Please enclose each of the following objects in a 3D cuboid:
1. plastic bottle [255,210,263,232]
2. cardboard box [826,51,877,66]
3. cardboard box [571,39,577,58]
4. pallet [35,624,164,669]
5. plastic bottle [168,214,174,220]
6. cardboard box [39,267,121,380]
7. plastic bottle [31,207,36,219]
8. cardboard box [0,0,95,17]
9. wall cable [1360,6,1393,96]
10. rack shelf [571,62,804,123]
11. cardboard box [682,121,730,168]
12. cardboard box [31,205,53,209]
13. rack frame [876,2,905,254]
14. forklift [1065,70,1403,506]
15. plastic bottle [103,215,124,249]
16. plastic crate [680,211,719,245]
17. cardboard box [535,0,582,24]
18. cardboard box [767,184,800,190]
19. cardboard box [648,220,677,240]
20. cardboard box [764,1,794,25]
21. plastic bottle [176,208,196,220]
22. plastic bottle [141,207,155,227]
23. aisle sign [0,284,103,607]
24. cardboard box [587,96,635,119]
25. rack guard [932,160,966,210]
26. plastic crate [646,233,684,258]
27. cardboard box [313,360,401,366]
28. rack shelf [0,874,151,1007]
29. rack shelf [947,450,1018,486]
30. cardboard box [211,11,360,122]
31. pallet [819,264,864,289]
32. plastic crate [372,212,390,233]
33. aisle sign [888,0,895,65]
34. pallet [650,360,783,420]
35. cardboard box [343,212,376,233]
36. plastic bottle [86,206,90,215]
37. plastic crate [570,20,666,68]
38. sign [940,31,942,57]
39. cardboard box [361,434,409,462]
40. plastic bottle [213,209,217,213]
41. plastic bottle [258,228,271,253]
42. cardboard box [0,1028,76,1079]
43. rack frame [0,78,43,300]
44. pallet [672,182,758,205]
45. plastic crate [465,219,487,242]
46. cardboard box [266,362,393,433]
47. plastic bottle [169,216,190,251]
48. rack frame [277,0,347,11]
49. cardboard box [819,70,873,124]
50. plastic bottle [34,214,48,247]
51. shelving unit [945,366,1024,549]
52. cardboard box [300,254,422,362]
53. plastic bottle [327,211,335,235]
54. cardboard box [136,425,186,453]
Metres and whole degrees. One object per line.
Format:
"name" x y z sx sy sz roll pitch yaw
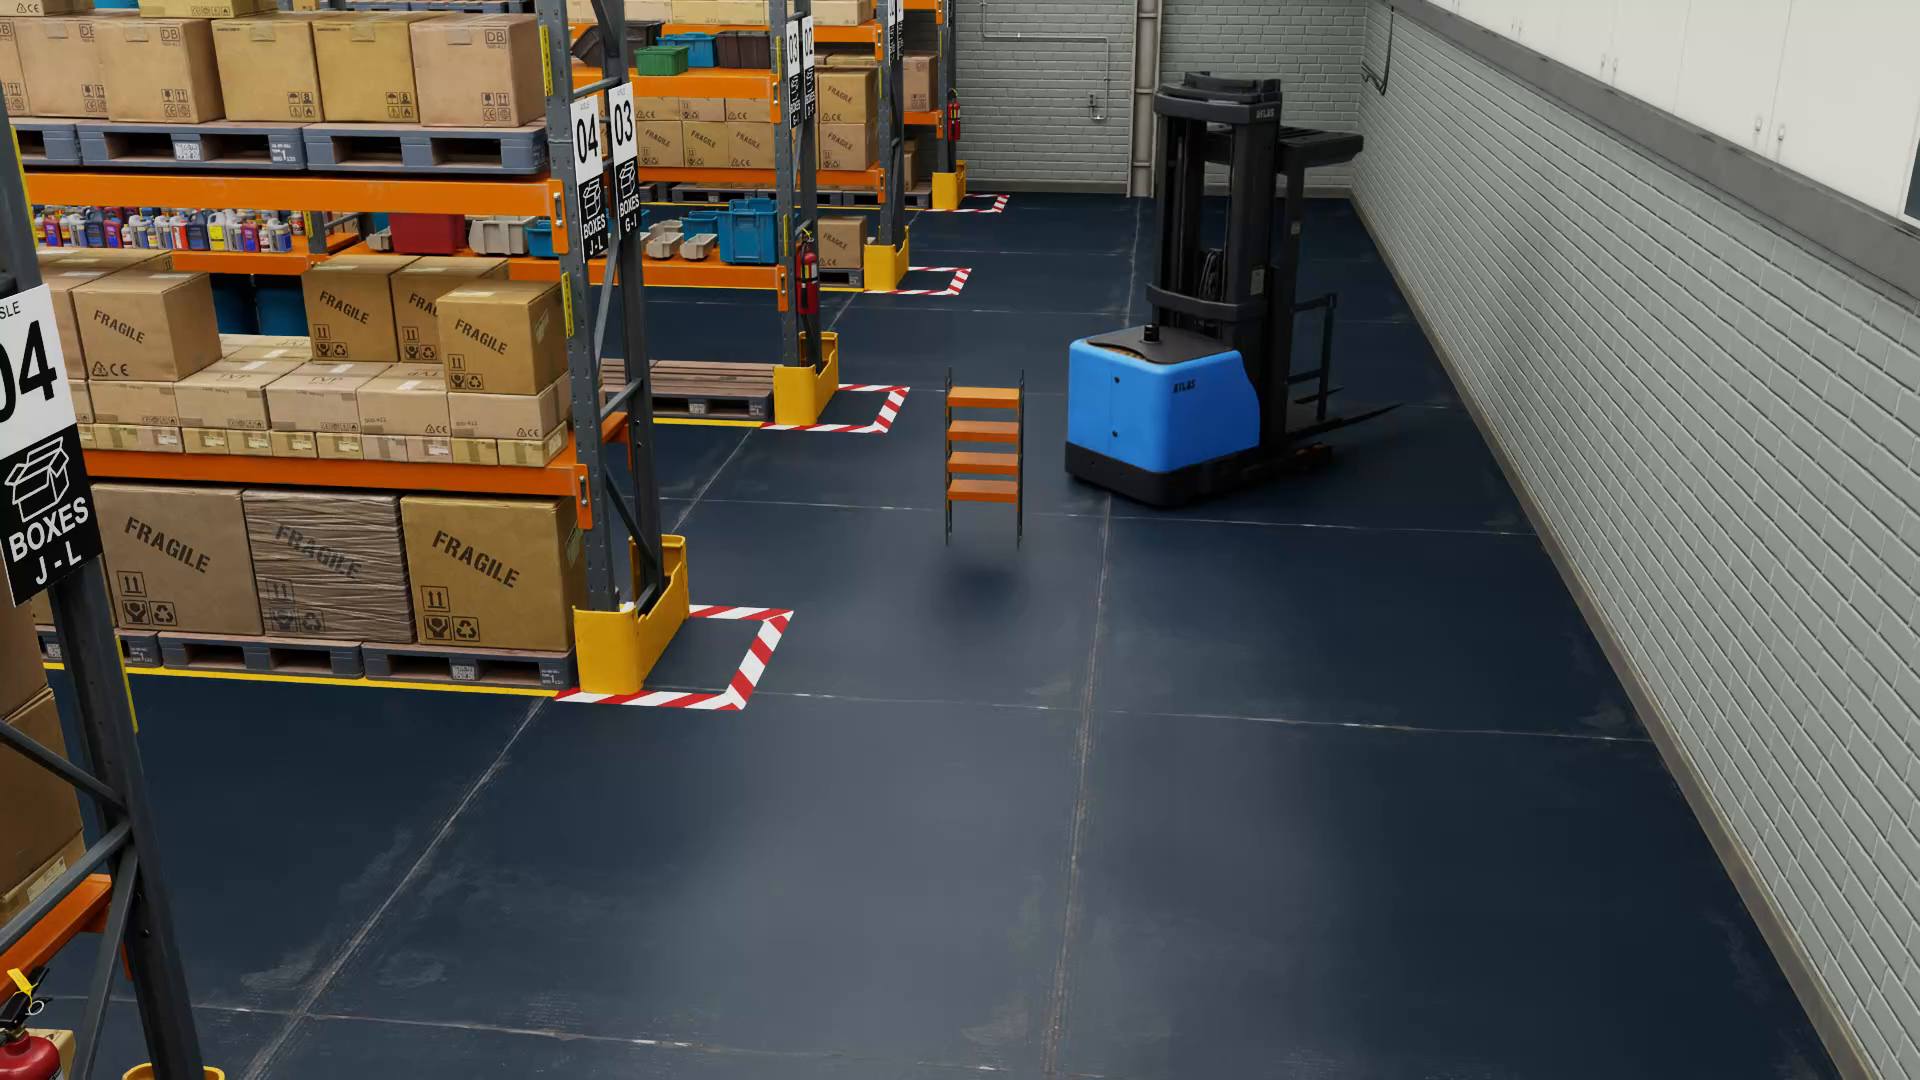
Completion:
"plastic bottle" -6.204 -2.861 14.772 0.097 0.271 0.097 0 22 0
"cardboard box" -1.407 -6.360 23.040 0.700 0.700 0.980 2 22 6
"cardboard box" -5.148 -6.843 23.082 0.500 0.250 0.500 3 22 7
"pallet" -5.151 0.436 10.051 1.213 0.211 1.003 2 22 6
"plastic bottle" -6.744 -2.660 14.263 0.097 0.271 0.097 0 22 0
"cardboard box" -4.963 -1.202 9.179 0.500 0.500 0.500 2 22 6
"plastic bottle" -8.396 -2.924 15.026 0.097 0.201 0.097 0 22 0
"cardboard box" -4.963 -2.912 8.781 0.500 0.250 0.500 1 22 3
"wall cable" 5.399 -7.146 21.498 0.112 2.526 3.097 2 22 6
"rack shelf" -3.328 -3.705 13.630 4.000 0.370 1.077 2 22 6
"cardboard box" -2.742 -4.399 18.352 0.500 0.500 0.500 2 22 6
"cardboard box" -10.764 -3.888 19.600 0.500 0.311 0.500 3 22 8
"rack frame" -0.755 -4.366 18.404 0.127 3.000 1.000 2 22 6
"forklift" 2.259 -2.030 12.588 3.031 2.935 1.130 -16 27 -36
"plastic bottle" -7.206 -2.623 14.152 0.133 0.283 0.061 2 22 6
"plastic crate" -2.202 -2.667 14.253 0.300 0.233 0.416 2 22 6
"cardboard box" -4.273 -5.753 18.036 0.500 0.250 0.500 2 22 6
"cardboard box" -2.409 -5.265 23.506 0.500 0.500 0.700 3 22 8
"cardboard box" -3.383 -3.540 19.373 0.500 0.311 0.500 2 22 6
"cardboard box" -1.791 -5.643 17.758 0.500 0.250 0.500 2 22 6
"plastic bottle" -6.878 -2.882 14.820 0.135 0.276 0.152 2 22 6
"plastic bottle" -7.201 -2.851 14.747 0.097 0.271 0.097 0 22 0
"aisle sign" -2.501 -0.258 4.477 0.004 0.787 0.394 2 22 6
"cardboard box" -3.780 -4.905 18.272 0.500 0.500 0.500 2 22 5
"rack guard" -0.152 -5.011 23.436 0.348 0.500 1.175 2 22 6
"plastic crate" -2.459 -2.450 13.834 0.243 0.136 0.396 2 22 6
"cardboard box" -3.385 -0.981 9.640 0.500 0.250 0.500 2 22 4
"rack shelf" -4.595 1.305 5.038 4.000 0.370 1.077 2 22 6
"rack shelf" 0.164 -0.488 11.226 0.480 0.148 0.258 2 22 6
"cardboard box" -3.511 -2.509 8.783 0.500 0.500 0.700 1 22 3
"pallet" -1.622 -3.107 19.011 1.213 0.211 1.003 2 22 6
"plastic crate" -4.810 -2.856 14.523 0.575 0.384 0.392 2 22 6
"aisle sign" -0.723 -5.460 17.636 0.004 0.787 0.394 2 22 6
"pallet" -2.156 -1.311 14.469 1.213 0.211 1.003 2 22 6
"cardboard box" -6.744 -3.566 19.180 0.500 0.500 0.500 2 22 4
"plastic bottle" -7.816 -2.899 14.962 0.097 0.201 0.097 0 22 0
"plastic crate" -2.826 -4.090 13.711 0.767 0.338 0.504 2 22 6
"sign" -0.253 -6.626 22.223 0.005 0.325 0.100 2 22 6
"cardboard box" -3.073 -0.561 9.121 0.250 0.149 0.380 3 22 7
"plastic bottle" -6.648 -2.872 14.794 0.135 0.276 0.152 2 22 6
"plastic bottle" -5.861 -2.533 14.036 0.097 0.201 0.097 0 22 0
"cardboard box" -3.089 1.764 5.395 0.250 0.149 0.380 2 22 4
"rack frame" -2.608 -1.733 3.583 0.127 3.000 1.000 2 22 6
"pallet" -3.402 -4.990 23.774 1.213 0.211 1.003 2 22 6
"plastic crate" -4.171 -2.681 14.433 0.590 0.125 0.437 2 22 6
"cardboard box" -3.446 -0.786 9.148 0.500 0.250 0.500 2 22 4
"plastic bottle" -6.607 -2.610 14.130 0.135 0.276 0.152 2 22 6
"rack frame" -5.314 -5.521 13.165 0.127 3.000 1.000 2 22 6
"cardboard box" -1.229 -4.797 17.996 0.500 0.500 0.500 2 22 6
"plastic bottle" -7.865 -2.652 14.244 0.097 0.271 0.097 0 22 0
"shelving unit" 0.164 -0.551 11.201 0.503 1.200 0.258 2 22 6
"cardboard box" -3.381 -1.328 9.499 0.500 0.500 0.500 2 22 5
"plastic bottle" -5.628 -2.848 14.723 0.133 0.283 0.061 2 22 6
"cardboard box" -4.355 -0.616 9.259 0.250 0.149 0.380 3 22 7
